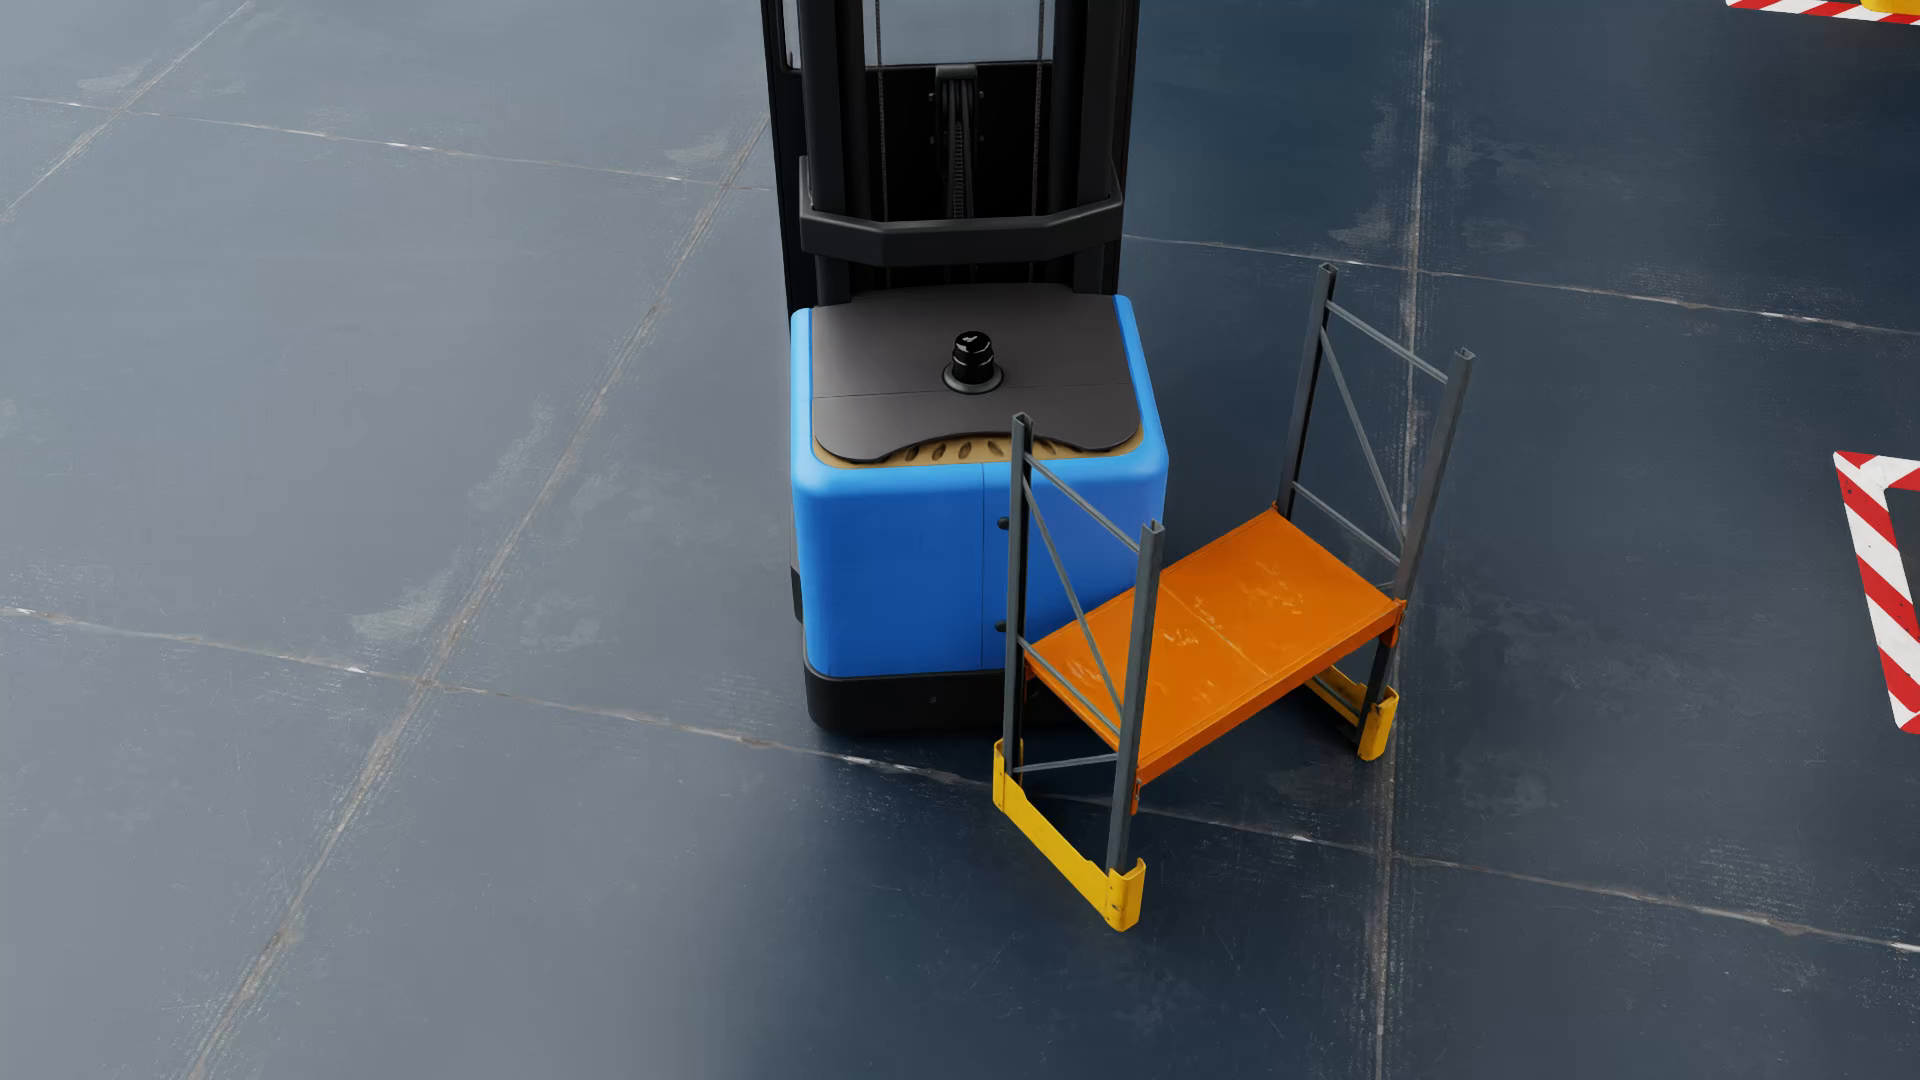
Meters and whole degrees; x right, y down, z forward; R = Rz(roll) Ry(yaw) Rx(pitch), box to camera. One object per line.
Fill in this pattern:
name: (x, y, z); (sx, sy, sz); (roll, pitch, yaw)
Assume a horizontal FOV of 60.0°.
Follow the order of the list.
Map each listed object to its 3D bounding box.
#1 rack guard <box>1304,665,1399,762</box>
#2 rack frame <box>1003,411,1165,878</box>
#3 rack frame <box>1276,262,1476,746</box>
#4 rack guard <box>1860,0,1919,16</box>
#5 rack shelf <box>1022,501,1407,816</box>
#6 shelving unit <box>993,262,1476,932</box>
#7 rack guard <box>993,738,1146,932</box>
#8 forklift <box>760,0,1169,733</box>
rack guard: (1.094, 0.409, 5.145); (0.087, 0.250, 0.587); (-28, 50, -26)
rack frame: (0.284, 0.383, 4.271); (0.032, 1.500, 0.500); (-28, 50, -26)
rack frame: (1.096, -0.042, 4.712); (0.032, 1.500, 0.500); (-28, 50, -26)
rack guard: (4.969, -3.284, 8.802); (0.348, 0.500, 1.175); (9, 45, 9)
rack shelf: (0.690, 0.300, 4.616); (1.000, 0.185, 0.538); (-28, 50, -26)
shelving unit: (0.697, 0.167, 4.495); (1.083, 1.500, 0.587); (-28, 50, -26)
rack guard: (0.299, 0.825, 4.713); (0.087, 0.250, 0.587); (-28, 50, -26)
forklift: (-0.045, -1.487, 5.182); (1.130, 2.935, 3.031); (-3, 44, -3)
